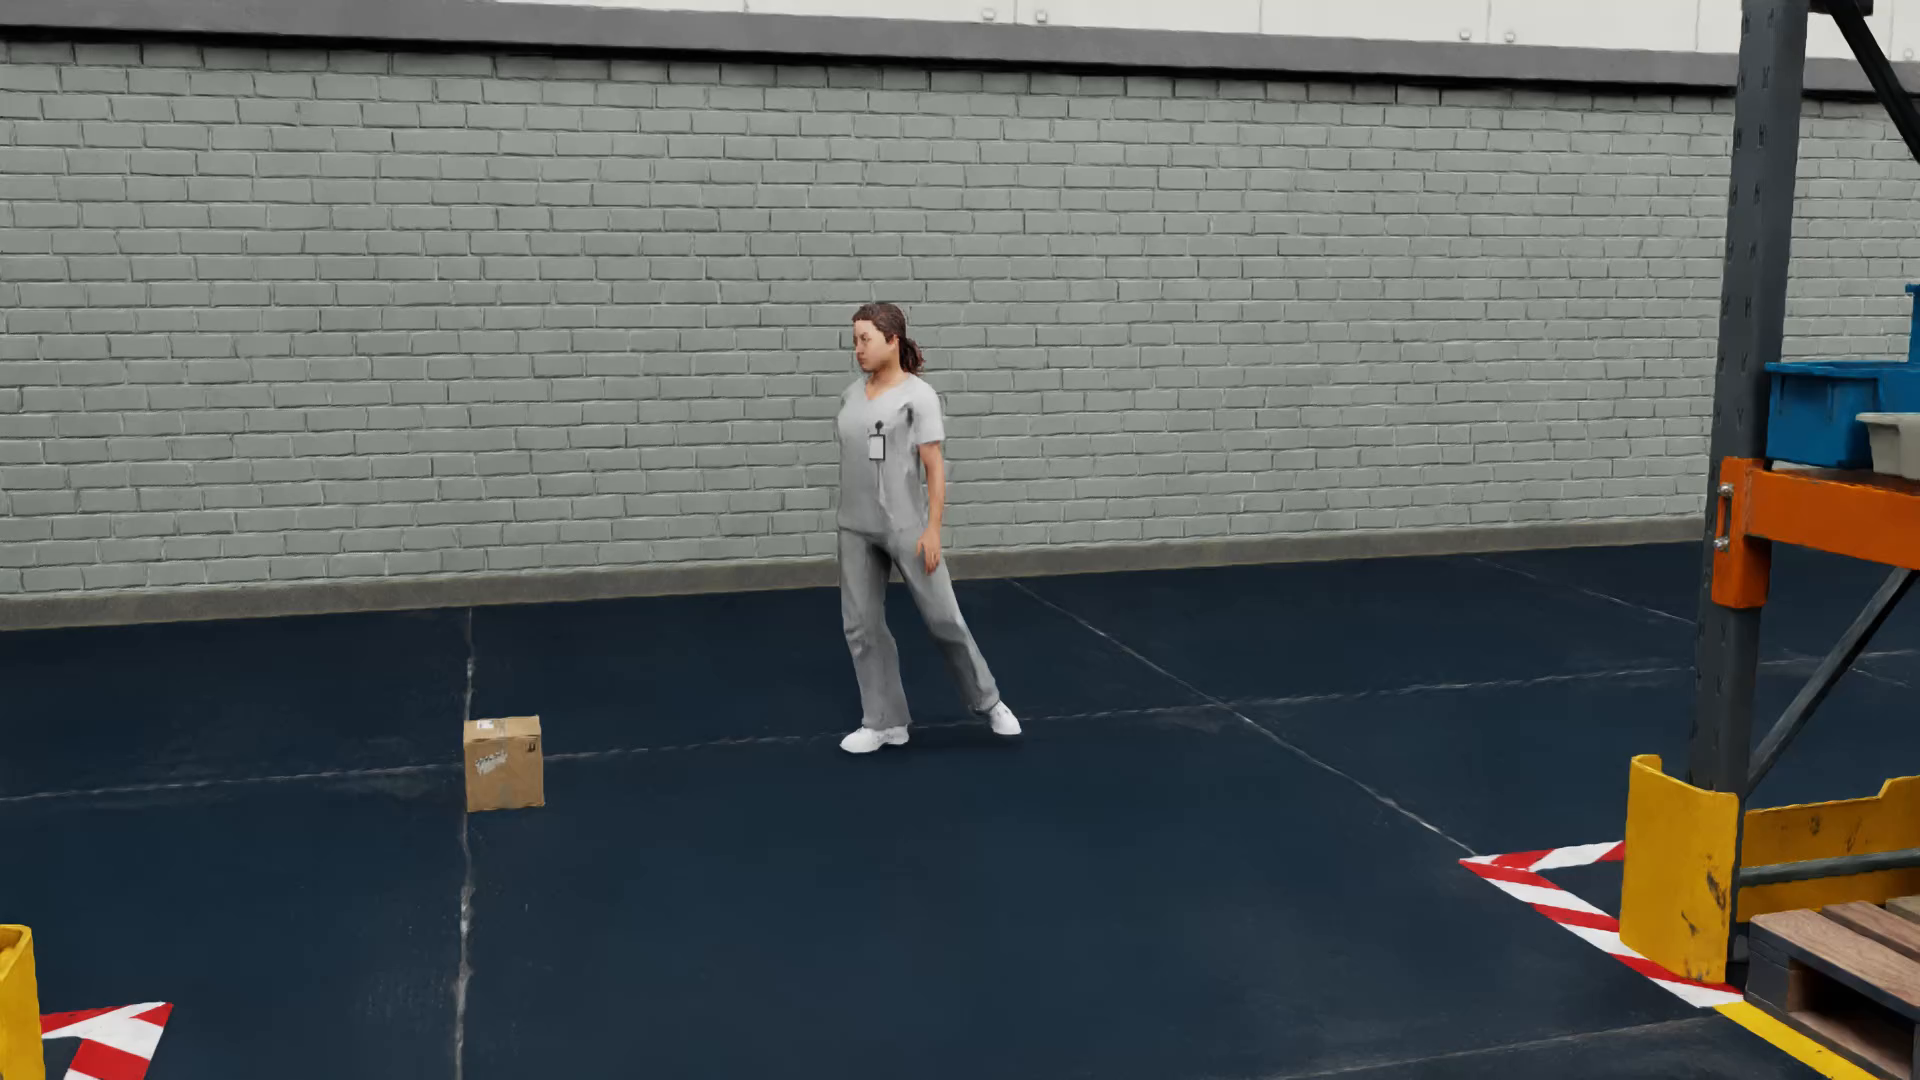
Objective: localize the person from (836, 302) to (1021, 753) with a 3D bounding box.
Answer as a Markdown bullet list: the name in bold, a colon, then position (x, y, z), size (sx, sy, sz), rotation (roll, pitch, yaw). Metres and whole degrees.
- **person**: position (-0.152, 0.083, 6.183), size (0.650, 1.407, 0.502), rotation (5, 11, 27)
